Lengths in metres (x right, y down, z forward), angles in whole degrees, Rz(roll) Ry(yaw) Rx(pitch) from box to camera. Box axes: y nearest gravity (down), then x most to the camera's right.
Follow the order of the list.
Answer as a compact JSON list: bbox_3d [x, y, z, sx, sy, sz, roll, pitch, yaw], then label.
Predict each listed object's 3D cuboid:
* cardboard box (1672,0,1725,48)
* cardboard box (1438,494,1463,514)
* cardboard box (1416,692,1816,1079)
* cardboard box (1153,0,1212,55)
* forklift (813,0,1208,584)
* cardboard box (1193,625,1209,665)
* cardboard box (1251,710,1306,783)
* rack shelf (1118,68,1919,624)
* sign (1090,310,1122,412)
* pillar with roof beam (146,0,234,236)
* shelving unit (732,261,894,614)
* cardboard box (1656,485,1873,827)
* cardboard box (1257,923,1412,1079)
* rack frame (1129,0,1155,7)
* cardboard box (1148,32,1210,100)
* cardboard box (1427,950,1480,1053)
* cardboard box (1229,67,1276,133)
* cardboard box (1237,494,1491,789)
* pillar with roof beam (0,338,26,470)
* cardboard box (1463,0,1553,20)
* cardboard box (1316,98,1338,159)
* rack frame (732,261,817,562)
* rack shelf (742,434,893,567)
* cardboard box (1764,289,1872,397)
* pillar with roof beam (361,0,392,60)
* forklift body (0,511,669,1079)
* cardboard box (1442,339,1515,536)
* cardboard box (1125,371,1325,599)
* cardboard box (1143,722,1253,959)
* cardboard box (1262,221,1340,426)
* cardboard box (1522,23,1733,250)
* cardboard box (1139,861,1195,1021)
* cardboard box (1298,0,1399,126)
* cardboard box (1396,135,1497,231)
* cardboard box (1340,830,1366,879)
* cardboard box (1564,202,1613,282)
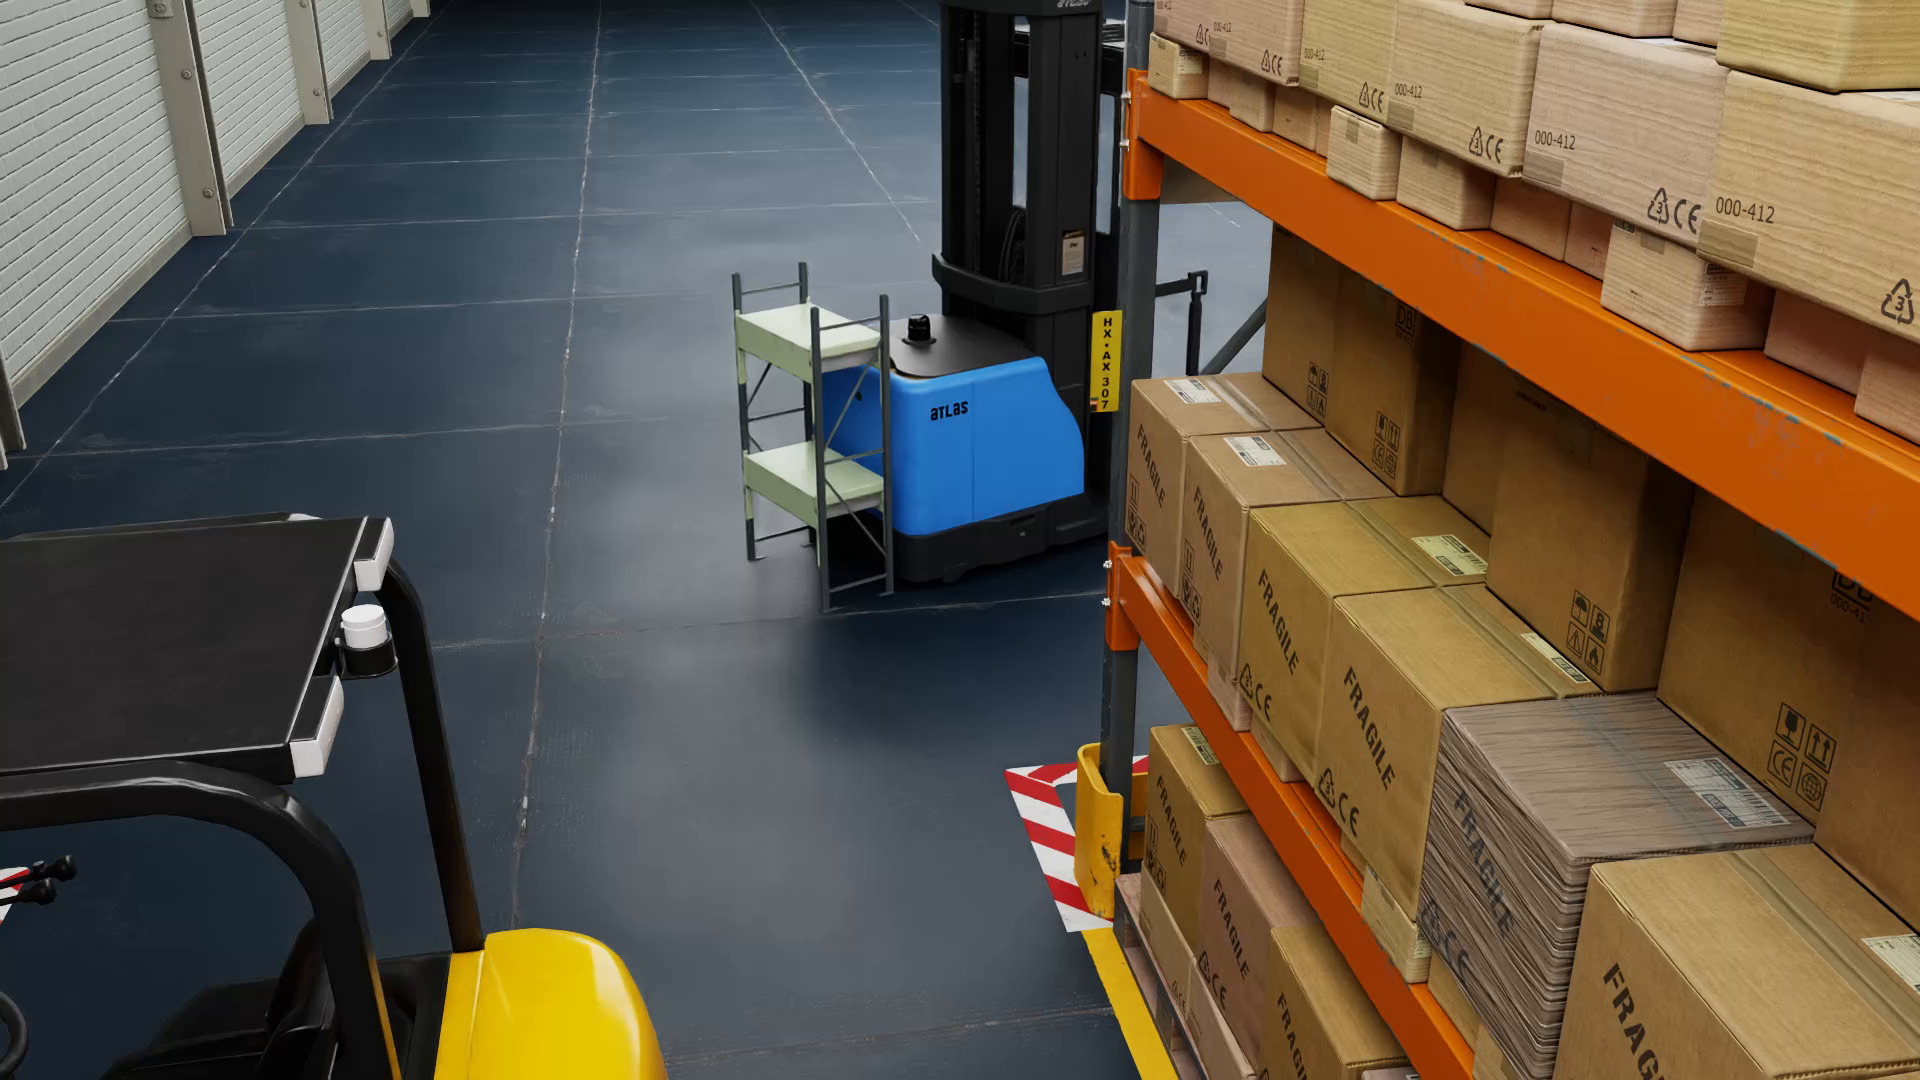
[{"bbox_3d":[1.251,-0.769,2.332,0.380,0.149,0.250,-5,24,-11],"label":"cardboard box"},{"bbox_3d":[1.451,0.008,4.487,0.500,0.500,0.500,-4,24,-10],"label":"cardboard box"},{"bbox_3d":[1.203,0.629,3.065,0.500,0.500,0.500,-4,24,-8],"label":"cardboard box"},{"bbox_3d":[0.823,-1.425,4.332,0.500,0.250,0.500,-5,24,-11],"label":"cardboard box"},{"bbox_3d":[0.716,-1.571,8.685,3.031,2.935,1.130,-15,28,-31],"label":"forklift"},{"bbox_3d":[0.881,0.273,4.692,0.380,0.149,0.250,-5,24,-11],"label":"cardboard box"},{"bbox_3d":[0.964,0.475,4.228,0.380,0.149,0.250,-4,24,-8],"label":"cardboard box"},{"bbox_3d":[1.362,-0.458,3.202,1.077,0.370,4.000,-4,24,-10],"label":"rack shelf"},{"bbox_3d":[0.459,-0.556,5.195,0.100,0.325,0.005,-4,24,-10],"label":"sign"},{"bbox_3d":[-2.631,-7.278,14.172,9.100,9.000,0.400,-4,24,-10],"label":"pillar with roof beam"},{"bbox_3d":[-0.705,-0.504,8.029,0.431,1.500,0.755,-16,28,-32],"label":"shelving unit"},{"bbox_3d":[1.724,0.142,2.931,0.700,0.500,0.500,-5,24,-11],"label":"cardboard box"},{"bbox_3d":[1.060,1.274,4.058,0.500,0.500,0.500,-4,24,-9],"label":"cardboard box"},{"bbox_3d":[0.992,-2.949,4.259,1.000,3.000,0.127,-4,24,-10],"label":"rack frame"},{"bbox_3d":[0.734,-1.305,4.556,0.380,0.149,0.250,-4,24,-10],"label":"cardboard box"},{"bbox_3d":[1.164,0.883,3.295,0.380,0.149,0.250,-5,24,-11],"label":"cardboard box"},{"bbox_3d":[0.886,-1.101,4.090,0.380,0.149,0.250,-4,24,-8],"label":"cardboard box"},{"bbox_3d":[1.001,0.229,3.982,0.500,0.500,0.500,-5,24,-11],"label":"cardboard box"},{"bbox_3d":[-1.521,-4.918,8.768,9.100,9.000,0.400,-4,24,-10],"label":"pillar with roof beam"},{"bbox_3d":[1.078,-0.963,2.776,0.380,0.149,0.250,-4,24,-9],"label":"cardboard box"},{"bbox_3d":[1.009,-0.902,3.633,0.380,0.149,0.250,-5,24,-11],"label":"cardboard box"},{"bbox_3d":[-0.916,-0.623,8.303,0.400,1.500,0.023,-16,28,-32],"label":"rack frame"},{"bbox_3d":[-0.705,-0.205,8.159,0.431,0.370,0.720,-16,28,-32],"label":"rack shelf"},{"bbox_3d":[1.342,-0.295,2.245,0.380,0.149,0.250,-5,24,-12],"label":"cardboard box"},{"bbox_3d":[-4.850,-11.998,24.979,9.100,9.000,0.400,-4,24,-10],"label":"pillar with roof beam"},{"bbox_3d":[-1.742,1.169,3.387,2.313,2.155,1.214,-4,24,-10],"label":"forklift body"},{"bbox_3d":[1.583,-0.263,3.858,0.700,0.500,0.500,-5,24,-10],"label":"cardboard box"},{"bbox_3d":[0.807,-0.175,4.907,0.500,0.500,0.500,-5,24,-11],"label":"cardboard box"},{"bbox_3d":[0.874,0.871,4.981,0.500,0.500,0.500,-5,24,-12],"label":"cardboard box"},{"bbox_3d":[1.301,-0.655,4.757,0.700,0.500,0.500,-5,24,-11],"label":"cardboard box"},{"bbox_3d":[1.211,-0.623,2.496,0.500,0.250,0.500,-5,24,-11],"label":"cardboard box"},{"bbox_3d":[0.869,1.205,5.153,0.500,0.250,0.500,-5,24,-10],"label":"cardboard box"},{"bbox_3d":[1.027,-1.024,3.416,0.500,0.250,0.500,-4,24,-8],"label":"cardboard box"},{"bbox_3d":[1.066,-0.696,3.163,0.380,0.149,0.250,-5,24,-11],"label":"cardboard box"},{"bbox_3d":[1.091,0.681,3.758,0.380,0.149,0.250,-5,24,-11],"label":"cardboard box"},{"bbox_3d":[1.232,-0.502,2.717,0.380,0.149,0.250,-4,24,-9],"label":"cardboard box"}]
